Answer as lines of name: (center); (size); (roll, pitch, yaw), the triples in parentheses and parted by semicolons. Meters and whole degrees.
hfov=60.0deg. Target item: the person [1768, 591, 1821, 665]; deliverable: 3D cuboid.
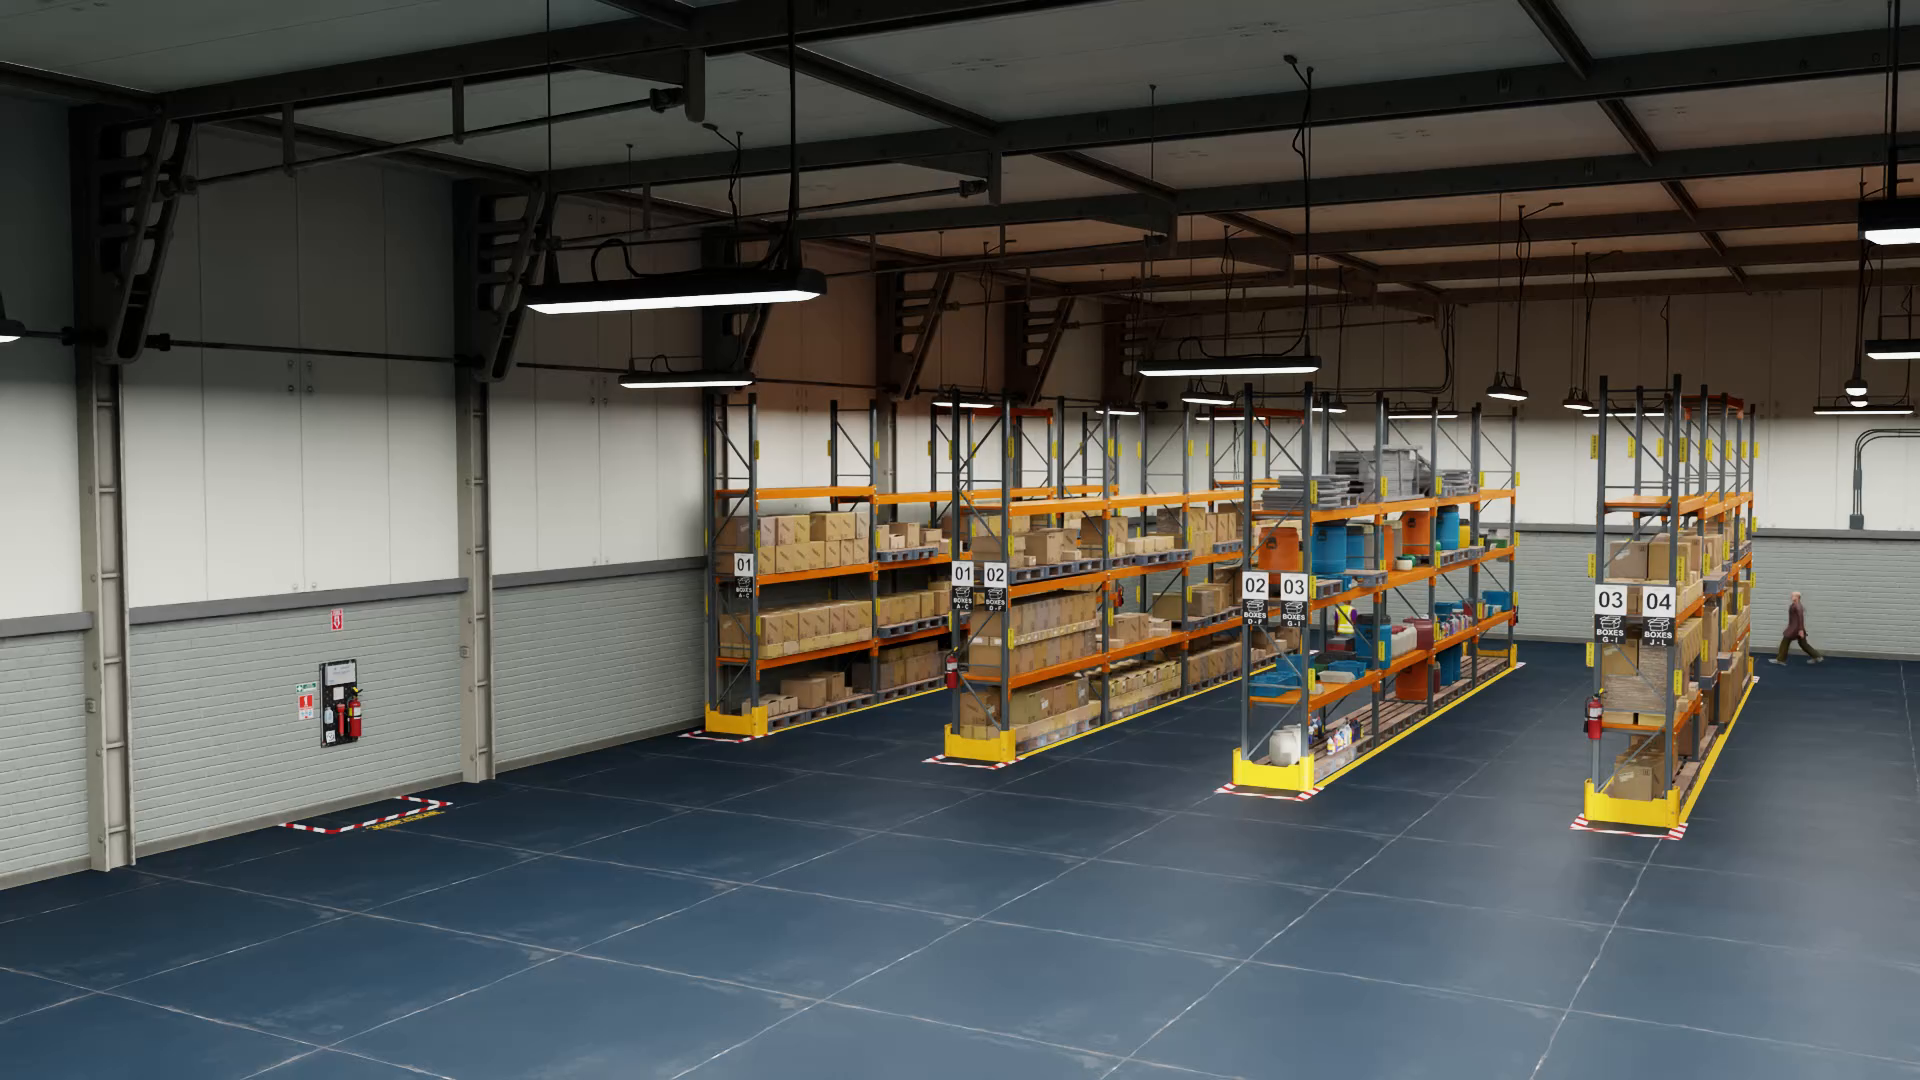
person: (19.354, 2.042, 38.533); (1.075, 1.740, 0.548); (2, 4, 34)

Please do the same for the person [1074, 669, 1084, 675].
person: (2.698, 2.161, 37.012); (0.498, 1.634, 0.970); (2, 3, 28)

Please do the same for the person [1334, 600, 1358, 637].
person: (8.720, 2.099, 37.516); (0.595, 1.768, 0.510); (2, 4, 38)
